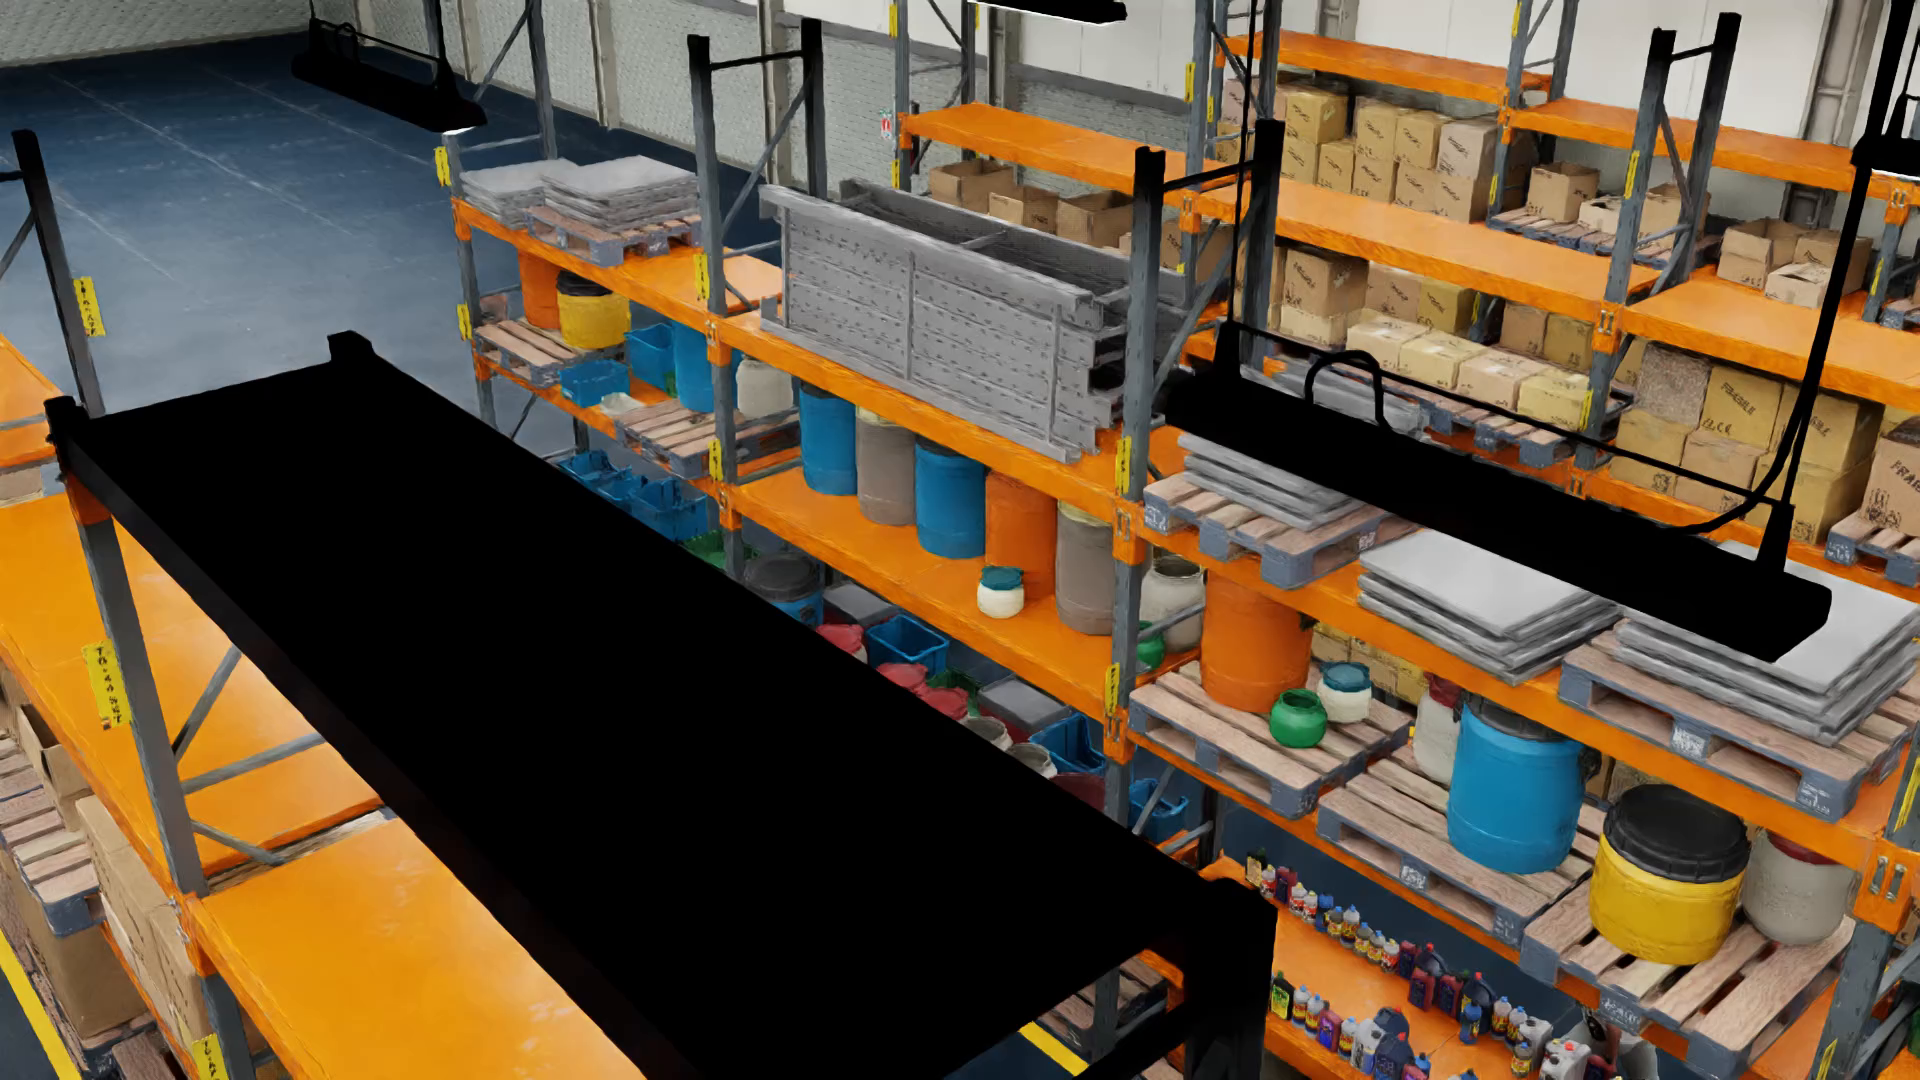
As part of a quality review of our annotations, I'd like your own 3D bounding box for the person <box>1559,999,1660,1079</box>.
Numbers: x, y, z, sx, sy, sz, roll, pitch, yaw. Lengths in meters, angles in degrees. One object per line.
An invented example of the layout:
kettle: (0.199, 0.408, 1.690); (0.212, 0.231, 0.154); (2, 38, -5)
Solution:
person: (3.944, 2.856, 10.057); (0.539, 1.661, 1.126); (-20, 33, -34)
